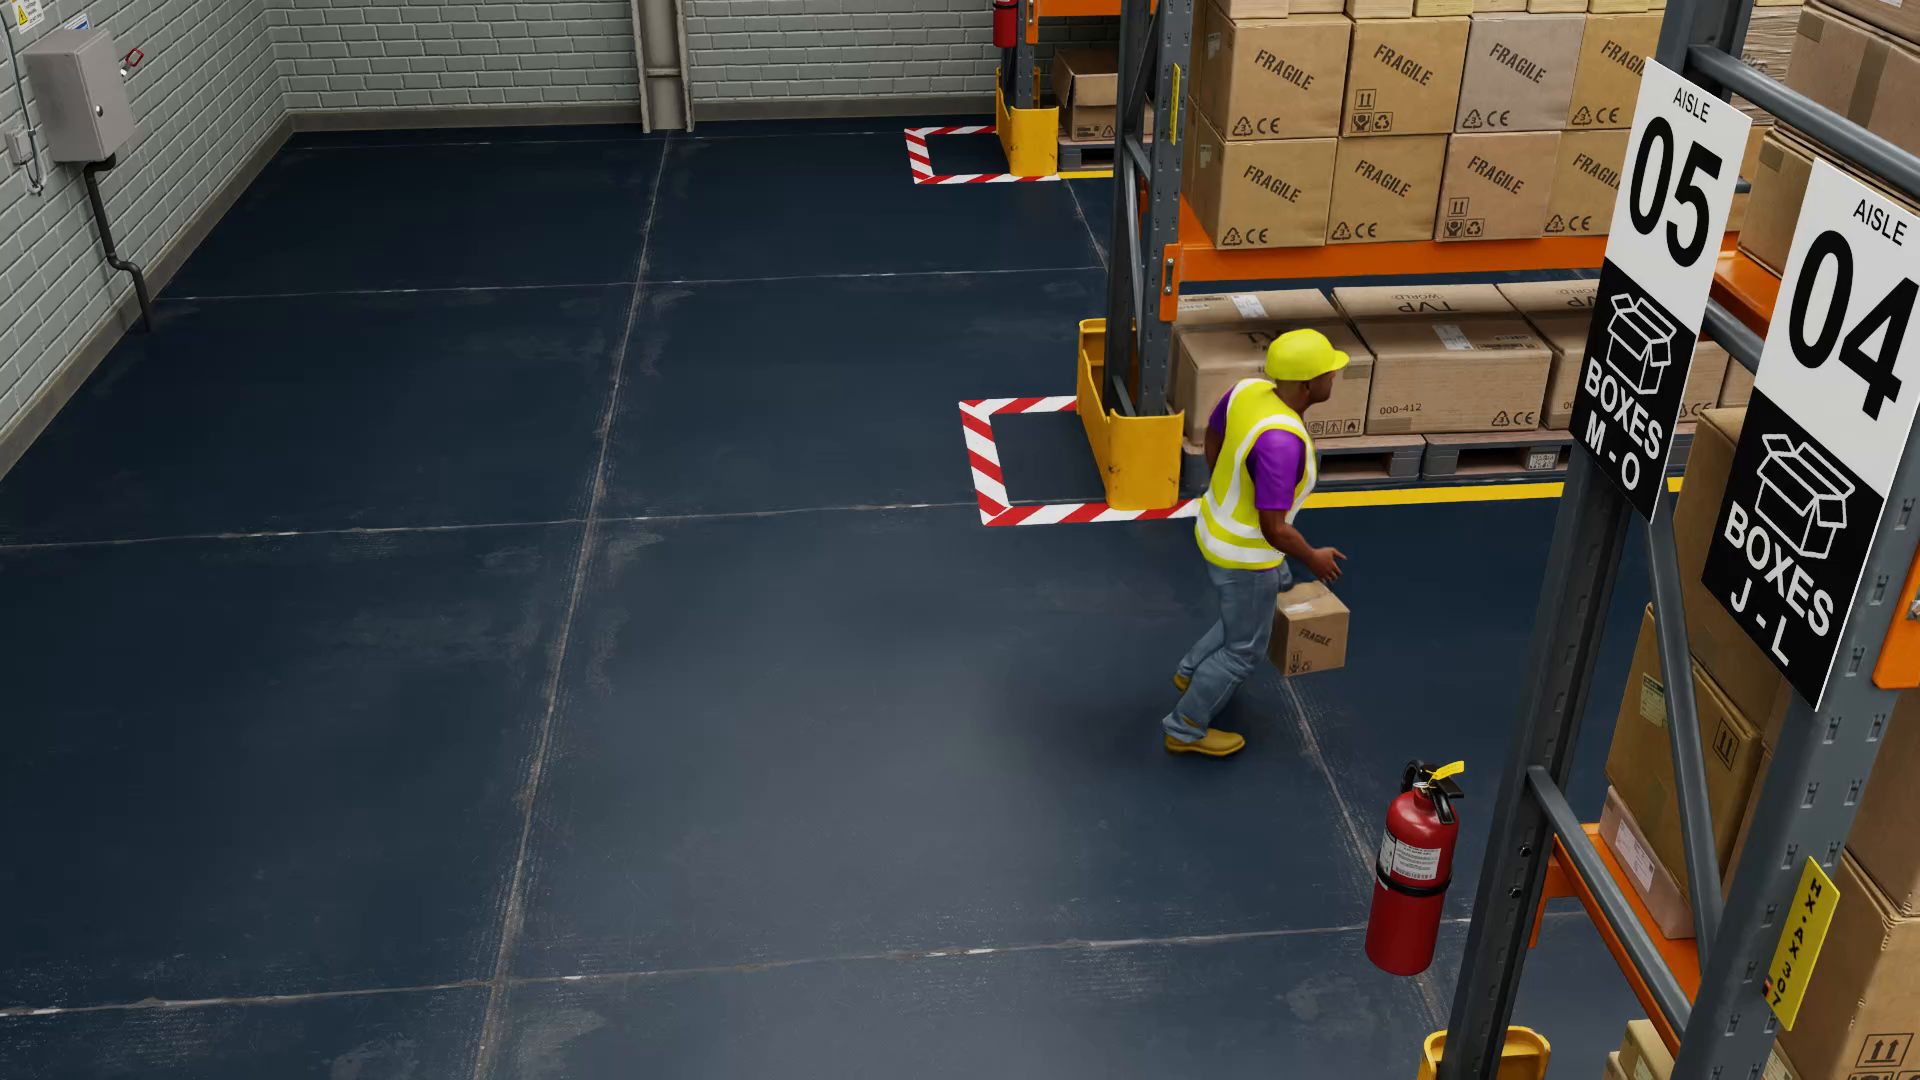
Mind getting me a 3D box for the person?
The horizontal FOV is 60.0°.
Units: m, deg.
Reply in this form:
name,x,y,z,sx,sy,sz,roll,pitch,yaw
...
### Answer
name,x,y,z,sx,sy,sz,roll,pitch,yaw
person,1.079,0.011,6.156,0.599,1.703,0.701,-1,31,-1
